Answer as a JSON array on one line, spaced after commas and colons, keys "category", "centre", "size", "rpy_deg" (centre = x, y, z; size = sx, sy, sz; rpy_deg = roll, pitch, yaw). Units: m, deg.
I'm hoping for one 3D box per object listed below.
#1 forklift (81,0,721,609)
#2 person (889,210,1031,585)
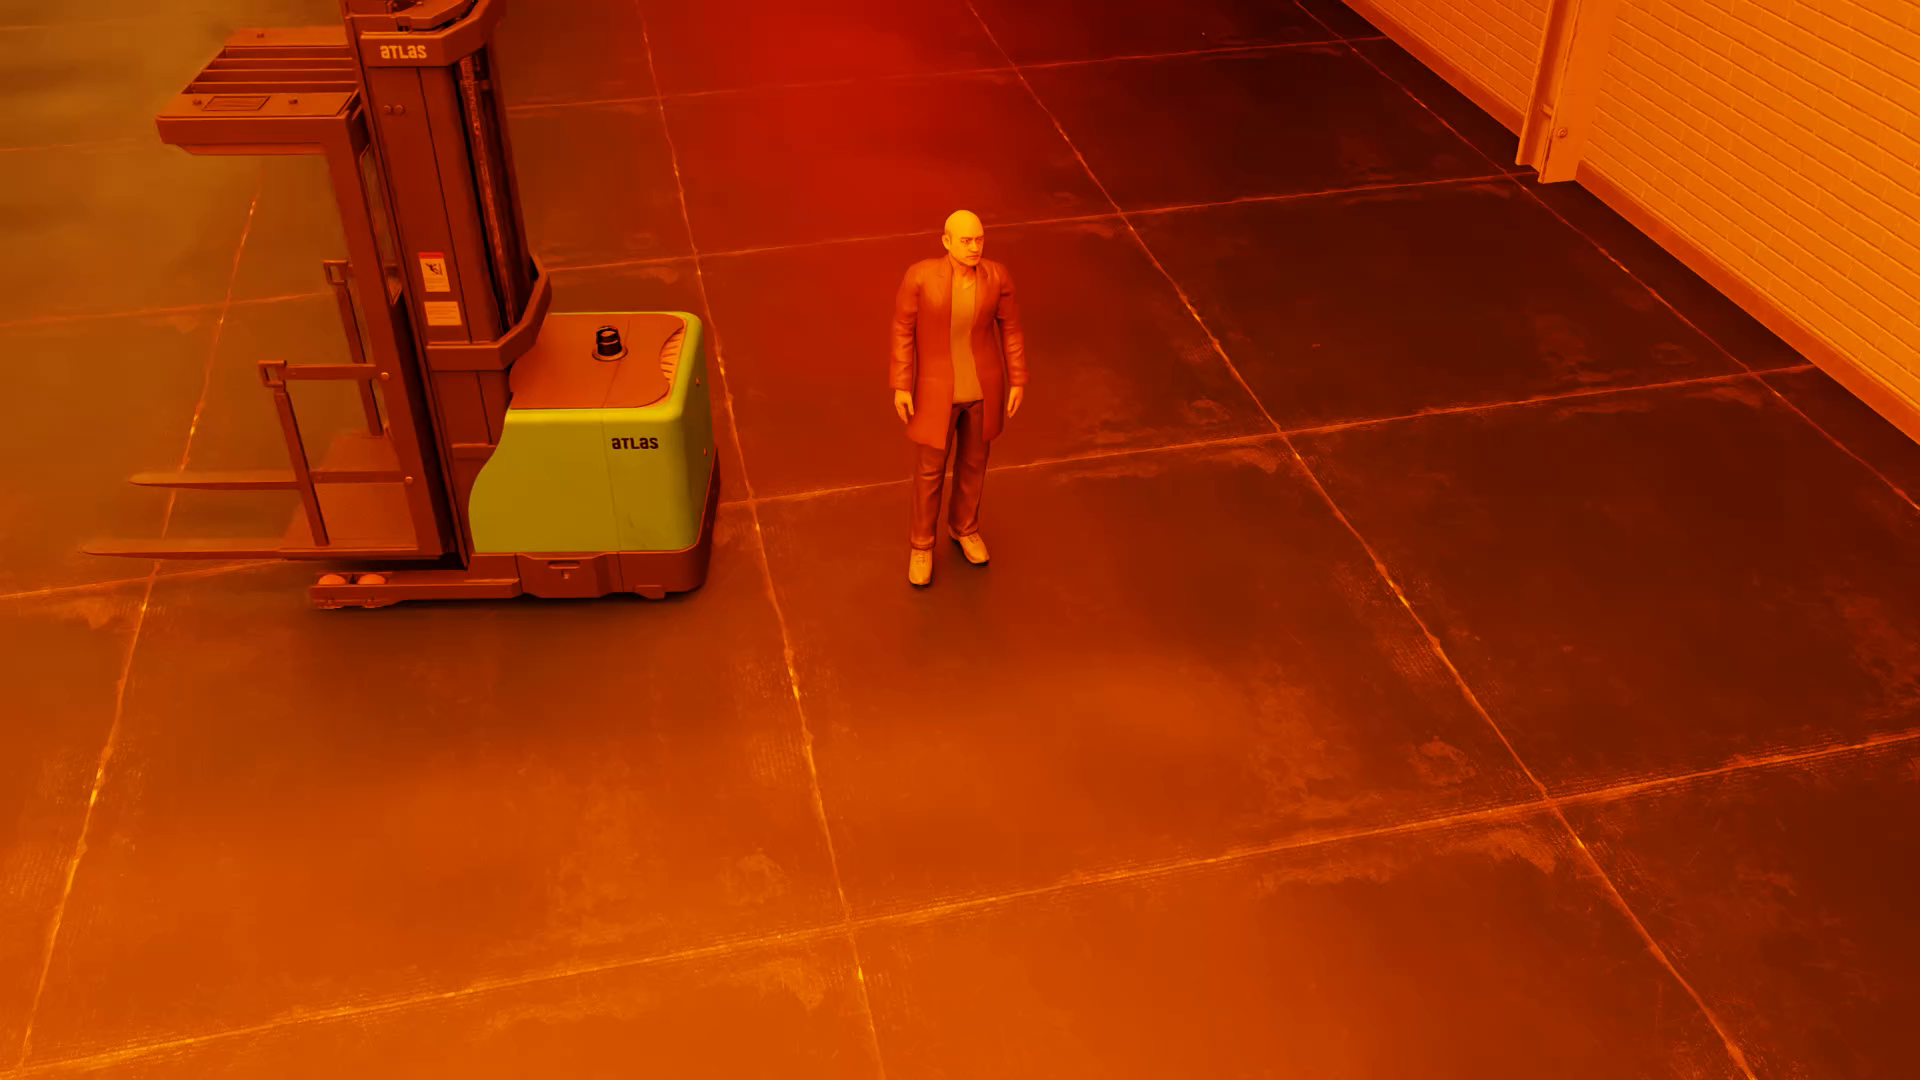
[{"category": "forklift", "centre": [-2.779, -1.168, 7.673], "size": [3.031, 2.935, 1.130], "rpy_deg": [-1, 36, -1]}, {"category": "person", "centre": [0.017, -0.674, 7.963], "size": [0.696, 1.777, 0.579], "rpy_deg": [-8, 36, -11]}]
